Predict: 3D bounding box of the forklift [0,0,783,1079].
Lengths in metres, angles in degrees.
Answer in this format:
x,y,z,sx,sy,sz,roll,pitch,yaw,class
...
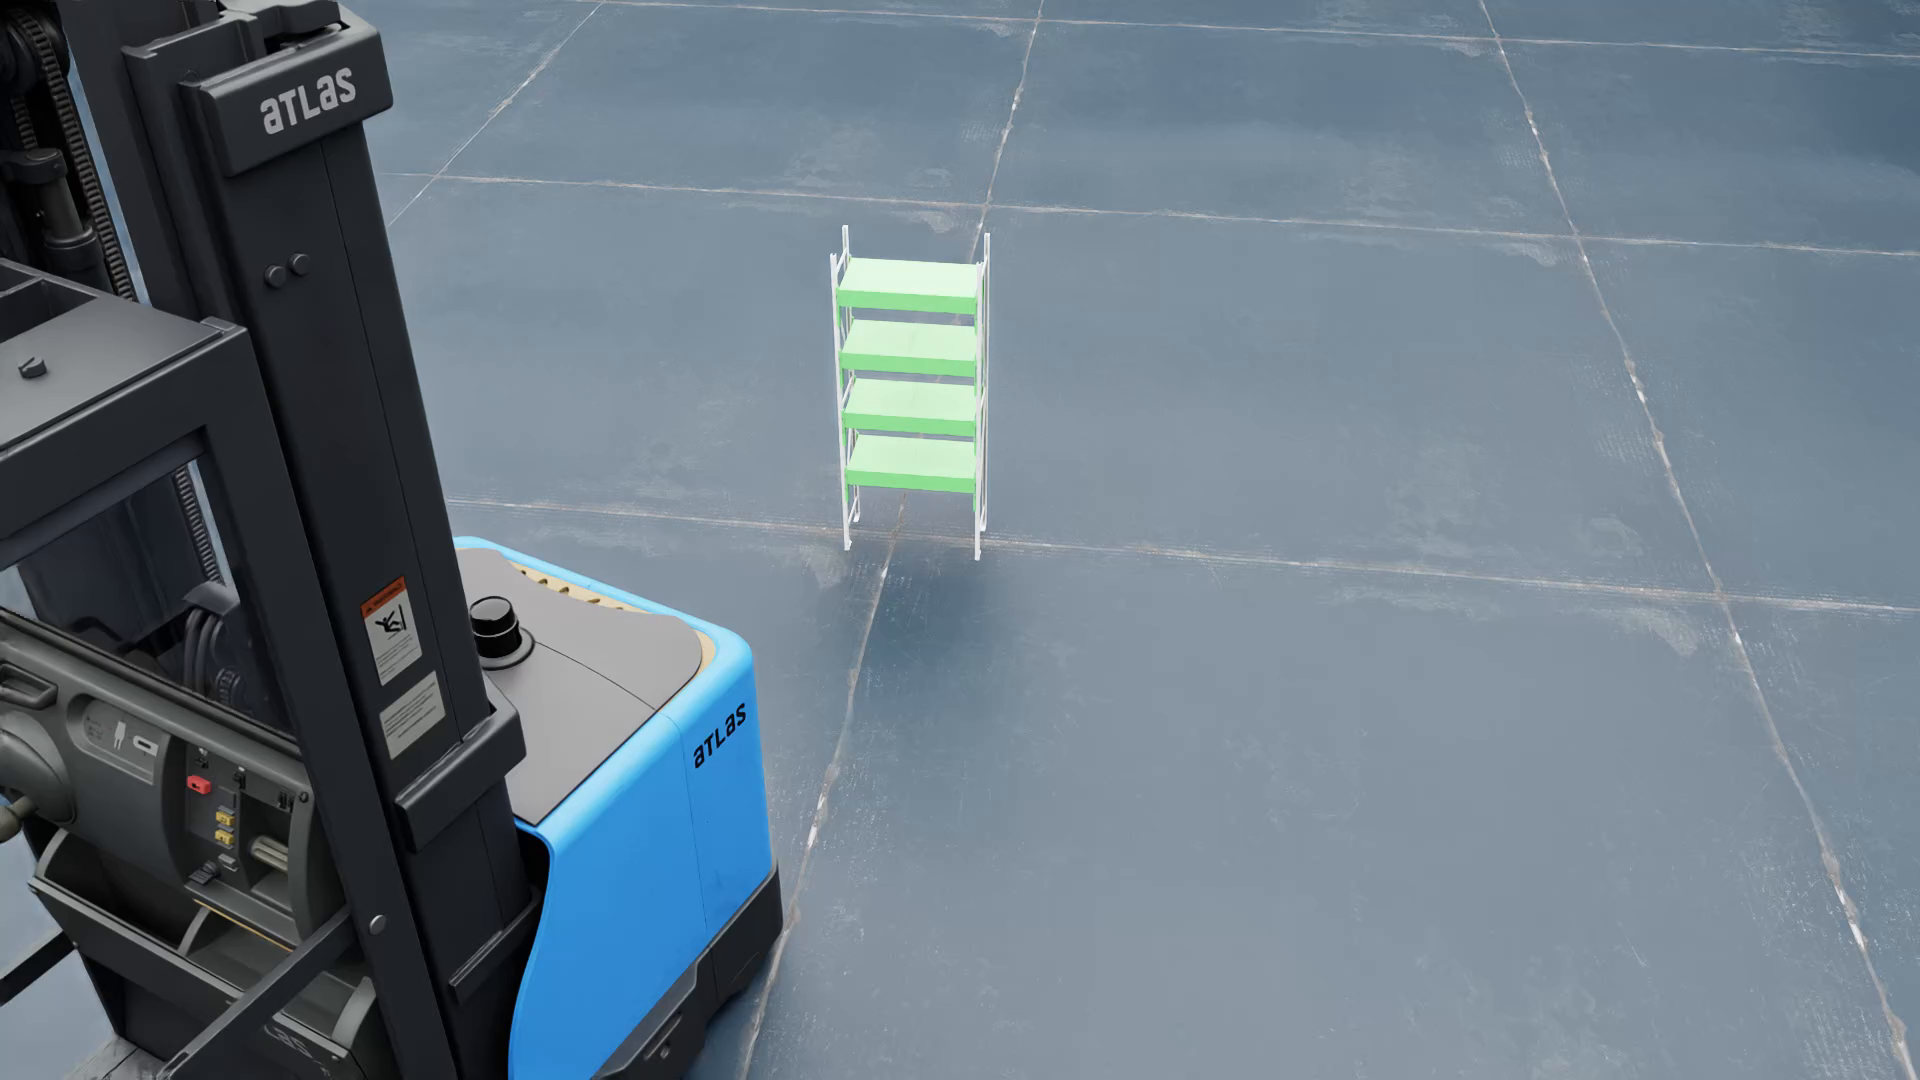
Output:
x,y,z,sx,sy,sz,roll,pitch,yaw,class
-1.647,0.533,2.980,1.130,2.935,3.031,18,39,23,forklift

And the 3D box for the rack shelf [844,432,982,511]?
x,y,z,sx,sy,sz,roll,pitch,yaw,class
-0.164,-0.253,6.095,0.480,0.148,0.258,4,36,6,rack shelf

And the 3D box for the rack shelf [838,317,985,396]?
x,y,z,sx,sy,sz,roll,pitch,yaw,class
-0.164,-0.644,5.816,0.480,0.148,0.258,4,36,6,rack shelf

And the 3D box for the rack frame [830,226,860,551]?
x,y,z,sx,sy,sz,roll,pitch,yaw,class
-0.406,-0.519,5.944,0.015,1.200,0.240,4,36,6,rack frame

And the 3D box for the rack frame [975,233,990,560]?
x,y,z,sx,sy,sz,roll,pitch,yaw,class
0.078,-0.483,5.893,0.015,1.200,0.240,4,36,6,rack frame

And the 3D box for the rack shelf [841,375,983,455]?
x,y,z,sx,sy,sz,roll,pitch,yaw,class
-0.164,-0.449,5.956,0.480,0.148,0.258,4,36,6,rack shelf

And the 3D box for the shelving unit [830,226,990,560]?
x,y,z,sx,sy,sz,roll,pitch,yaw,class
-0.164,-0.501,5.919,0.503,1.200,0.258,4,36,6,shelving unit

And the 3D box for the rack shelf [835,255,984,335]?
x,y,z,sx,sy,sz,roll,pitch,yaw,class
-0.164,-0.839,5.677,0.480,0.148,0.258,4,36,6,rack shelf
